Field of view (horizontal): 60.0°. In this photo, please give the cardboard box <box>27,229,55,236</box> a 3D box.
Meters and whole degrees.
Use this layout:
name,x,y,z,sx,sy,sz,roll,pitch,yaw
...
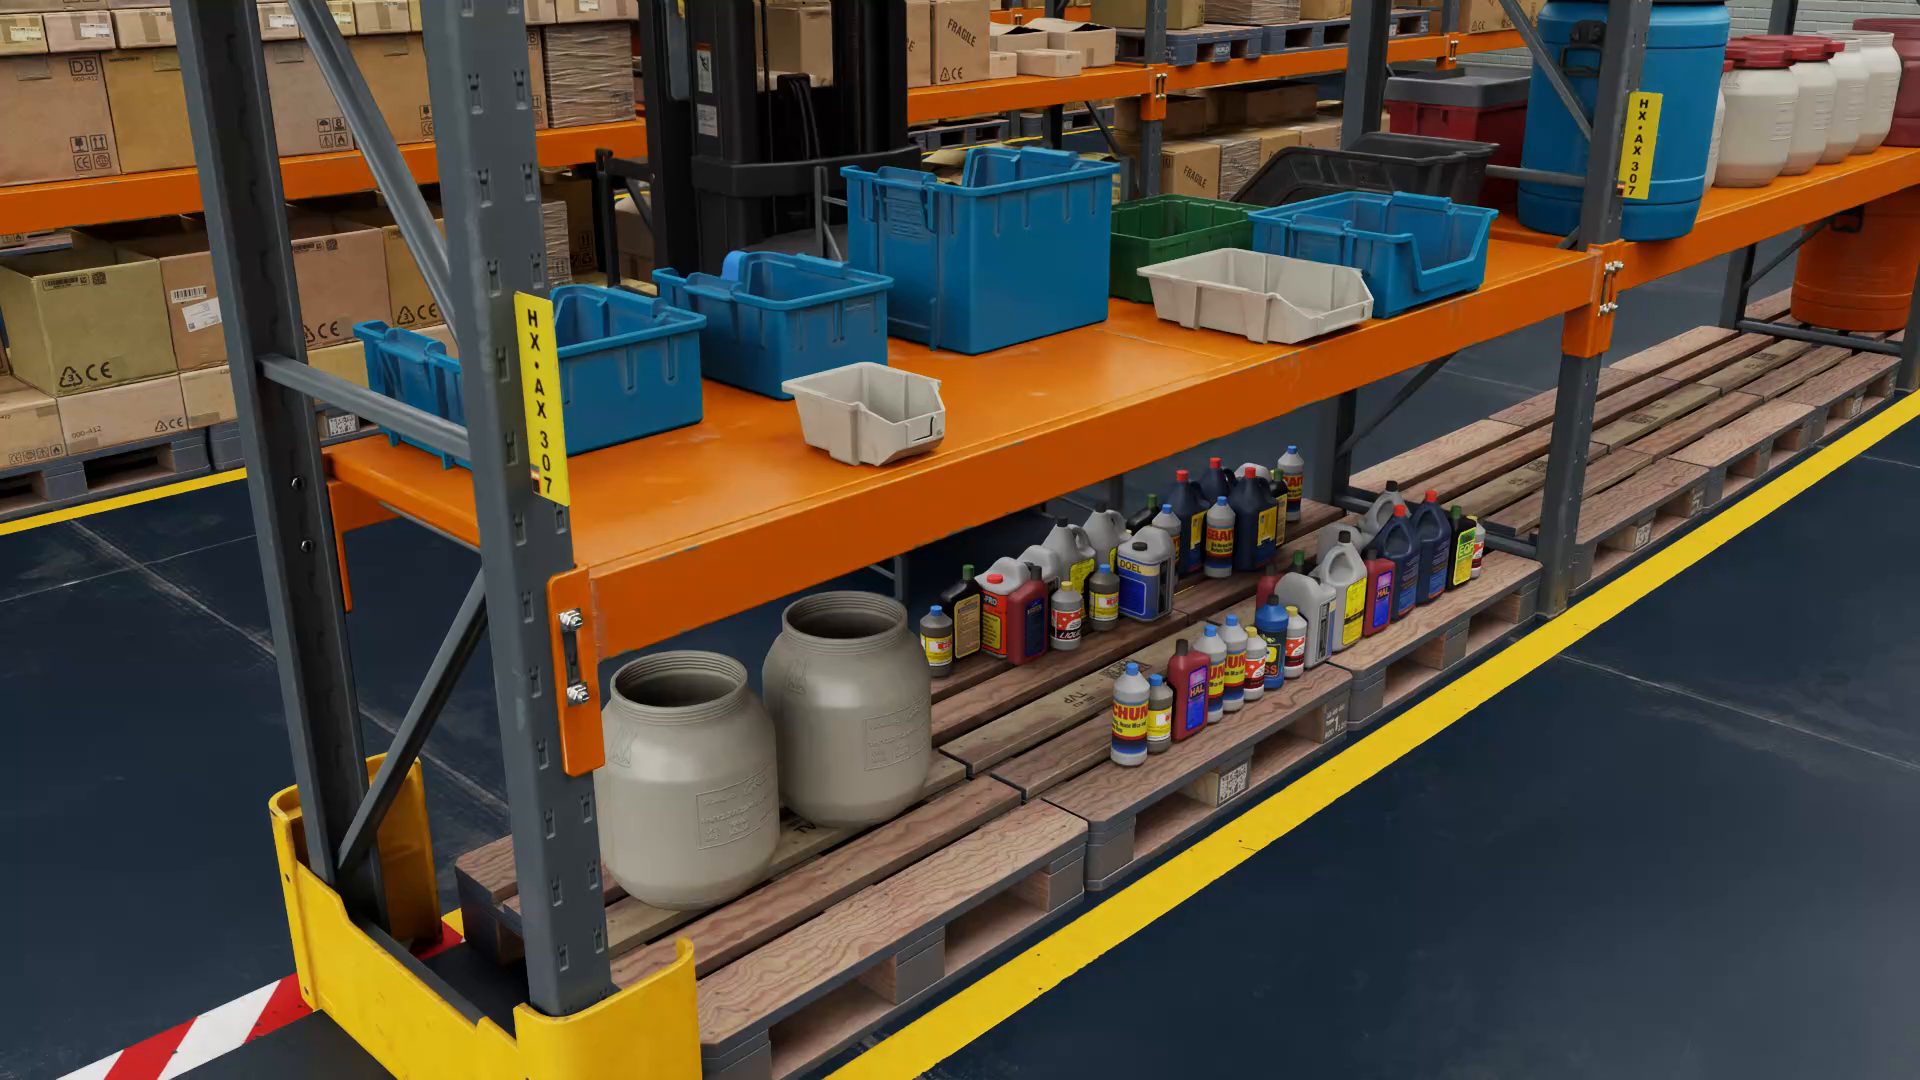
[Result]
name,x,y,z,sx,sy,sz,roll,pitch,yaw
cardboard box,-6.475,-2.202,11.484,0.380,0.149,0.250,17,27,36

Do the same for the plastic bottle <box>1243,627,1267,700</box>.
name,x,y,z,sx,sy,sz,roll,pitch,yaw
plastic bottle,0.829,0.347,4.777,0.097,0.201,0.097,0,21,0

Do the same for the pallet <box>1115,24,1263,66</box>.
name,x,y,z,sx,sy,sz,roll,pitch,yaw
pallet,1.420,-3.625,12.093,1.213,0.211,1.003,19,28,41

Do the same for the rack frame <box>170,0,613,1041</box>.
name,x,y,z,sx,sy,sz,roll,pitch,yaw
rack frame,-1.037,-0.226,2.982,1.000,3.000,0.127,19,28,41

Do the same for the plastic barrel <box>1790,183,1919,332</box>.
name,x,y,z,sx,sy,sz,roll,pitch,yaw
plastic barrel,4.873,-1.595,8.984,0.600,0.830,0.708,19,28,41

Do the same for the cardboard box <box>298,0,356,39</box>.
name,x,y,z,sx,sy,sz,roll,pitch,yaw
cardboard box,-2.899,-2.326,7.401,0.250,0.149,0.380,-19,28,-40

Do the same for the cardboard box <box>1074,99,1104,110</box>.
name,x,y,z,sx,sy,sz,roll,pitch,yaw
cardboard box,1.184,-5.114,18.598,0.700,0.500,0.500,19,28,40

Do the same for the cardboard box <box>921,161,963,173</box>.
name,x,y,z,sx,sy,sz,roll,pitch,yaw
cardboard box,-0.296,-2.369,11.022,0.500,0.311,0.500,18,28,39

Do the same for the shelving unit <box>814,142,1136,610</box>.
name,x,y,z,sx,sy,sz,roll,pitch,yaw
shelving unit,0.062,-0.632,6.128,1.048,1.500,0.538,-15,26,-34

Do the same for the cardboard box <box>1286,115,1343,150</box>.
name,x,y,z,sx,sy,sz,roll,pitch,yaw
cardboard box,2.948,-3.138,13.428,0.500,0.500,0.500,20,29,41

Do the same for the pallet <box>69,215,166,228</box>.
name,x,y,z,sx,sy,sz,roll,pitch,yaw
pallet,-5.788,-2.251,12.136,1.003,0.211,1.213,19,28,41

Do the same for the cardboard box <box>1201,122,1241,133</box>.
name,x,y,z,sx,sy,sz,roll,pitch,yaw
cardboard box,1.843,-2.994,13.054,0.500,0.500,0.500,18,27,39

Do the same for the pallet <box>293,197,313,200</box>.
name,x,y,z,sx,sy,sz,roll,pitch,yaw
pallet,-4.802,-2.633,13.130,1.003,0.211,1.213,19,28,41

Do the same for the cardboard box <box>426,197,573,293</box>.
name,x,y,z,sx,sy,sz,roll,pitch,yaw
cardboard box,-2.317,-1.458,8.389,0.500,0.500,0.500,19,28,41

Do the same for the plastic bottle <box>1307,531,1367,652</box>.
name,x,y,z,sx,sy,sz,roll,pitch,yaw
plastic bottle,1.152,0.147,5.090,0.144,0.351,0.185,19,28,40

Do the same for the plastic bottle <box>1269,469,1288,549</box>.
name,x,y,z,sx,sy,sz,roll,pitch,yaw
plastic bottle,1.088,-0.103,5.834,0.061,0.283,0.133,19,28,41

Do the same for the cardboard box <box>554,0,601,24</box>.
name,x,y,z,sx,sy,sz,roll,pitch,yaw
cardboard box,-2.003,-2.658,8.265,0.380,0.149,0.250,19,28,40

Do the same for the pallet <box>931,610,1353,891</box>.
name,x,y,z,sx,sy,sz,roll,pitch,yaw
pallet,0.404,0.525,4.915,1.003,0.211,1.213,19,28,41

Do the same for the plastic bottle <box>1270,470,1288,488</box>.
name,x,y,z,sx,sy,sz,roll,pitch,yaw
plastic bottle,1.146,-0.155,6.084,0.097,0.201,0.097,0,21,0

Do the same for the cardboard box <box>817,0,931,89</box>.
name,x,y,z,sx,sy,sz,roll,pitch,yaw
cardboard box,-0.528,-2.999,10.057,0.500,0.500,0.500,19,28,41

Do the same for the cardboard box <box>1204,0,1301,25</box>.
name,x,y,z,sx,sy,sz,roll,pitch,yaw
cardboard box,2.131,-4.143,12.448,0.500,0.500,0.700,-14,25,-32

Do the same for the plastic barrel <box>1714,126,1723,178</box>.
name,x,y,z,sx,sy,sz,roll,pitch,yaw
plastic barrel,2.787,-1.491,6.467,0.301,0.262,0.301,0,21,0

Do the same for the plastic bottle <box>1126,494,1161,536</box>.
name,x,y,z,sx,sy,sz,roll,pitch,yaw
plastic bottle,0.617,-0.007,5.586,0.133,0.283,0.061,-19,28,-40

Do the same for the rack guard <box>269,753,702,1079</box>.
name,x,y,z,sx,sy,sz,roll,pitch,yaw
rack guard,-1.017,0.909,3.512,1.175,0.500,0.348,19,28,41

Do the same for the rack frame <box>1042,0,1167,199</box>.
name,x,y,z,sx,sy,sz,roll,pitch,yaw
rack frame,0.998,-3.523,11.560,1.000,3.000,0.127,19,28,41

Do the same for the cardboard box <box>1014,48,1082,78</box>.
name,x,y,z,sx,sy,sz,roll,pitch,yaw
cardboard box,0.568,-3.105,10.823,0.380,0.149,0.250,19,28,41

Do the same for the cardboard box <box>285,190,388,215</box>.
name,x,y,z,sx,sy,sz,roll,pitch,yaw
cardboard box,-3.038,-1.460,8.393,0.500,0.500,0.500,19,28,41

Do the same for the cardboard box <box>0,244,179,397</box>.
name,x,y,z,sx,sy,sz,roll,pitch,yaw
cardboard box,-3.702,-0.940,7.042,0.500,0.500,0.500,19,28,41

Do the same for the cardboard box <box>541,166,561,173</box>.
name,x,y,z,sx,sy,sz,roll,pitch,yaw
cardboard box,-3.788,-3.364,14.017,0.700,0.500,0.500,19,28,40

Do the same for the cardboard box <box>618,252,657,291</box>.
name,x,y,z,sx,sy,sz,roll,pitch,yaw
cardboard box,-1.711,-1.587,9.769,0.500,0.250,0.500,19,28,40

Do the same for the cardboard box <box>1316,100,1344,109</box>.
name,x,y,z,sx,sy,sz,roll,pitch,yaw
cardboard box,3.276,-3.527,14.440,0.500,0.500,0.500,18,27,38

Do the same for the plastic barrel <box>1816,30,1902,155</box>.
name,x,y,z,sx,sy,sz,roll,pitch,yaw
plastic barrel,3.980,-2.017,7.485,0.421,0.512,0.421,0,21,0

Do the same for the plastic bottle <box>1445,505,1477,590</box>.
name,x,y,z,sx,sy,sz,roll,pitch,yaw
plastic bottle,1.654,0.015,5.529,0.133,0.283,0.061,-18,28,-39

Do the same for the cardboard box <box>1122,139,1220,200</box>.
name,x,y,z,sx,sy,sz,roll,pitch,yaw
cardboard box,1.520,-2.607,12.048,0.500,0.500,0.500,-19,28,-40

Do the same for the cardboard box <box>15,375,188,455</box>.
name,x,y,z,sx,sy,sz,roll,pitch,yaw
cardboard box,-3.703,-0.591,7.178,0.500,0.250,0.500,19,28,41

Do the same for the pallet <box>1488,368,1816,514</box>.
name,x,y,z,sx,sy,sz,roll,pitch,yaw
pallet,3.125,-0.479,7.527,1.003,0.211,1.213,19,28,41

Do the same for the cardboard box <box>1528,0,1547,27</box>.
name,x,y,z,sx,sy,sz,roll,pitch,yaw
cardboard box,5.044,-4.921,15.058,0.500,0.500,0.500,19,28,40

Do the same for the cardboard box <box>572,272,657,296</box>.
name,x,y,z,sx,sy,sz,roll,pitch,yaw
cardboard box,-1.960,-1.234,8.850,0.500,0.250,0.500,19,28,41

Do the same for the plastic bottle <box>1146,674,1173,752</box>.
name,x,y,z,sx,sy,sz,roll,pitch,yaw
plastic bottle,0.524,0.460,4.484,0.097,0.201,0.097,0,21,0

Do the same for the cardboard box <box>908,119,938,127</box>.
name,x,y,z,sx,sy,sz,roll,pitch,yaw
cardboard box,-0.742,-4.554,16.653,0.750,0.750,0.750,-19,28,-40

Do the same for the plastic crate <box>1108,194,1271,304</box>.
name,x,y,z,sx,sy,sz,roll,pitch,yaw
plastic crate,0.604,-0.877,4.971,0.450,0.188,0.662,19,28,41

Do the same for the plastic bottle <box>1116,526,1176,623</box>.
name,x,y,z,sx,sy,sz,roll,pitch,yaw
plastic bottle,0.589,0.104,5.307,0.152,0.276,0.135,19,28,41

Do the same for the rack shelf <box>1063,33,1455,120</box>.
name,x,y,z,sx,sy,sz,roll,pitch,yaw
rack shelf,2.393,-3.701,13.026,1.077,0.370,4.000,19,28,41

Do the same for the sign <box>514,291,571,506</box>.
name,x,y,z,sx,sy,sz,roll,pitch,yaw
sign,-0.646,-0.216,2.571,0.100,0.325,0.005,19,28,41

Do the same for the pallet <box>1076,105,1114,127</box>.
name,x,y,z,sx,sy,sz,roll,pitch,yaw
pallet,1.674,-4.980,19.236,1.003,0.211,1.213,19,28,41

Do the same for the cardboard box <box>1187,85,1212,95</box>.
name,x,y,z,sx,sy,sz,roll,pitch,yaw
cardboard box,2.610,-5.643,19.973,0.700,0.500,0.500,19,28,41

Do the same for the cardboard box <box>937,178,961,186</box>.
name,x,y,z,sx,sy,sz,roll,pitch,yaw
cardboard box,-0.254,-2.109,10.345,0.500,0.311,0.500,-19,28,-41

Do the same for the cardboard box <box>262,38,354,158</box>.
name,x,y,z,sx,sy,sz,roll,pitch,yaw
cardboard box,-3.170,-2.029,7.533,0.500,0.500,0.700,-19,28,-40

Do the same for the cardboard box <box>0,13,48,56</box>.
name,x,y,z,sx,sy,sz,roll,pitch,yaw
cardboard box,-3.798,-1.995,6.542,0.380,0.149,0.250,19,28,41

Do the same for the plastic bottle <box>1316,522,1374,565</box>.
name,x,y,z,sx,sy,sz,roll,pitch,yaw
plastic bottle,1.253,0.068,5.399,0.152,0.276,0.135,19,28,41

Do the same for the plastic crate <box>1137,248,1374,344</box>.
name,x,y,z,sx,sy,sz,roll,pitch,yaw
plastic crate,0.802,-0.650,4.453,0.530,0.136,0.437,19,28,41

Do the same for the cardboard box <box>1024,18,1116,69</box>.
name,x,y,z,sx,sy,sz,roll,pitch,yaw
cardboard box,0.713,-3.399,11.361,0.500,0.311,0.500,-18,27,-39

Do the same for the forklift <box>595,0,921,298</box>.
name,x,y,z,sx,sy,sz,roll,pitch,yaw
forklift,-0.979,-1.814,7.208,1.130,2.935,3.031,-16,26,-36

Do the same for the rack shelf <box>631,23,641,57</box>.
name,x,y,z,sx,sy,sz,roll,pitch,yaw
rack shelf,-3.949,-3.912,13.574,1.077,0.370,4.000,19,28,41

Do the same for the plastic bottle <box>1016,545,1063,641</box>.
name,x,y,z,sx,sy,sz,roll,pitch,yaw
plastic bottle,0.223,0.165,5.149,0.152,0.276,0.135,18,28,39
